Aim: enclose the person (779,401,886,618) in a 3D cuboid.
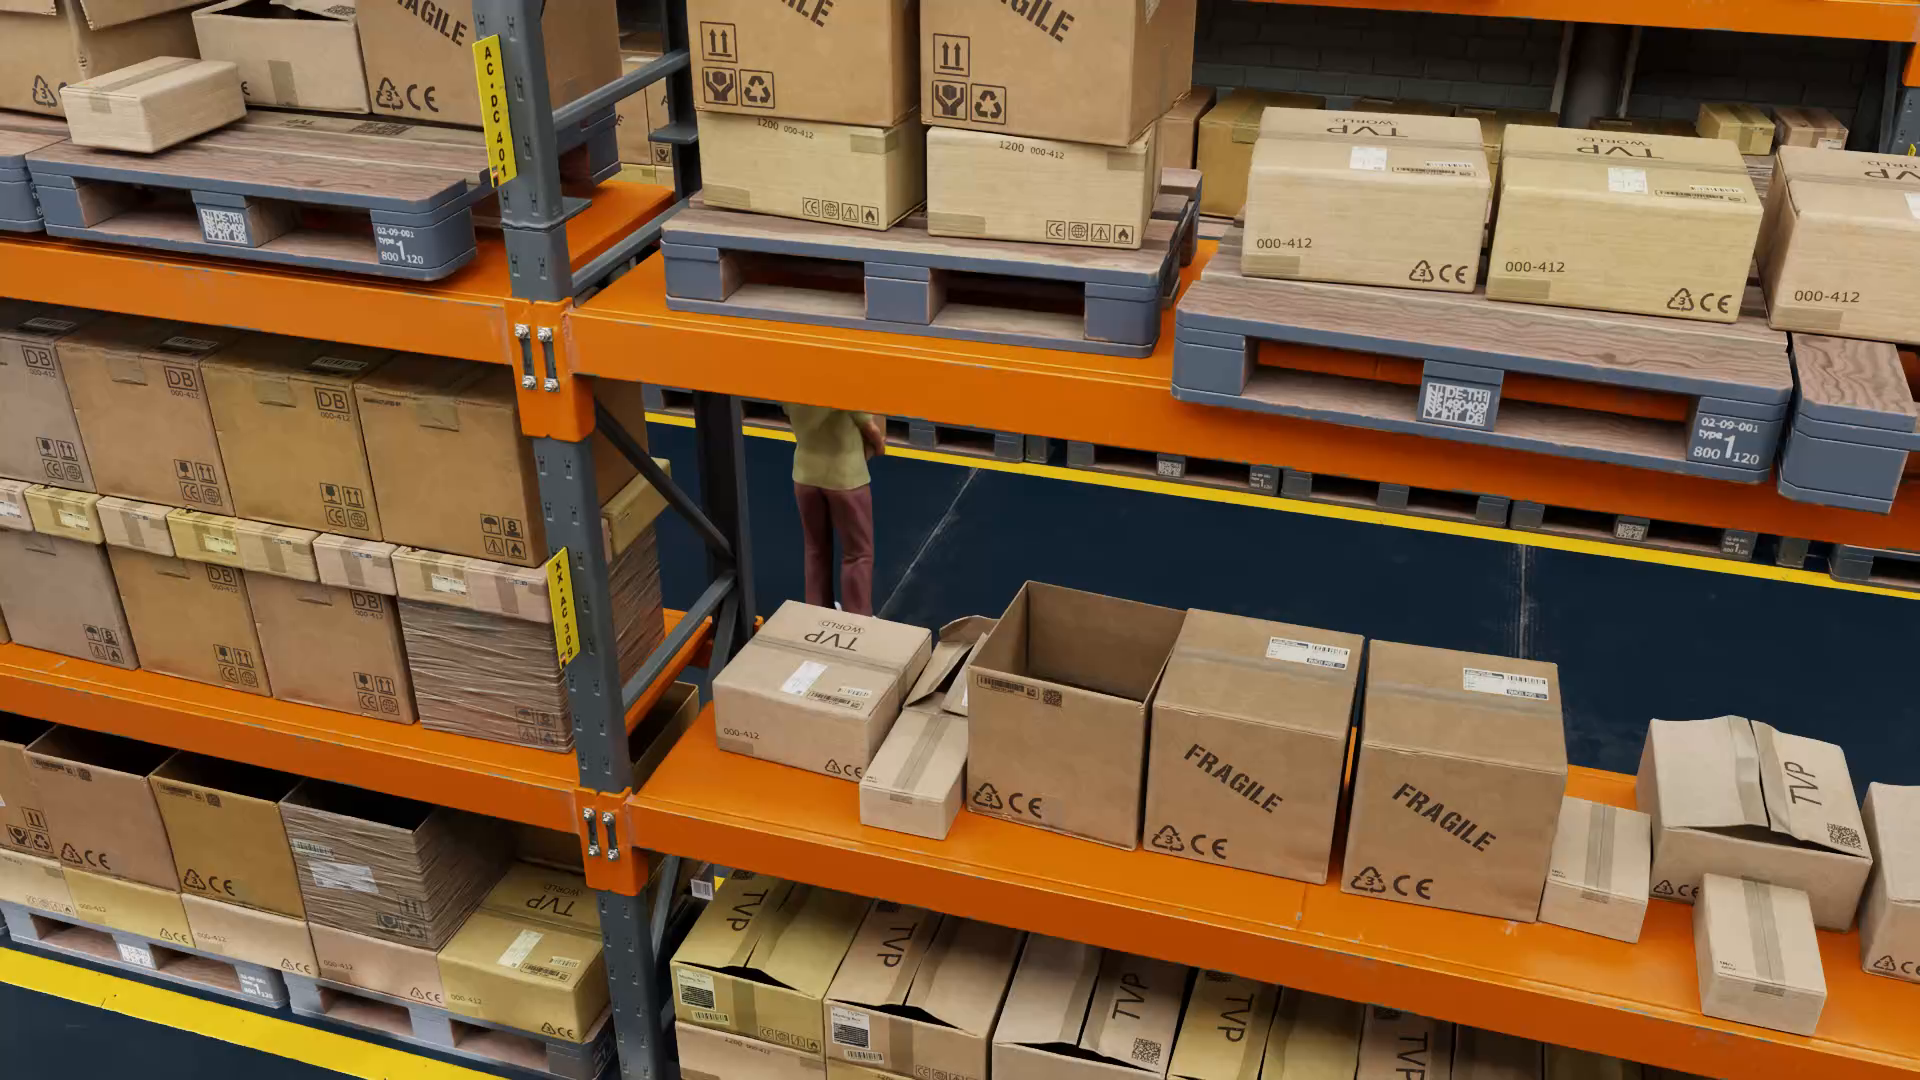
[{"bbox_3d":[-0.566,-0.283,7.591,0.425,1.664,0.558,9,31,16],"label":"person"}]
